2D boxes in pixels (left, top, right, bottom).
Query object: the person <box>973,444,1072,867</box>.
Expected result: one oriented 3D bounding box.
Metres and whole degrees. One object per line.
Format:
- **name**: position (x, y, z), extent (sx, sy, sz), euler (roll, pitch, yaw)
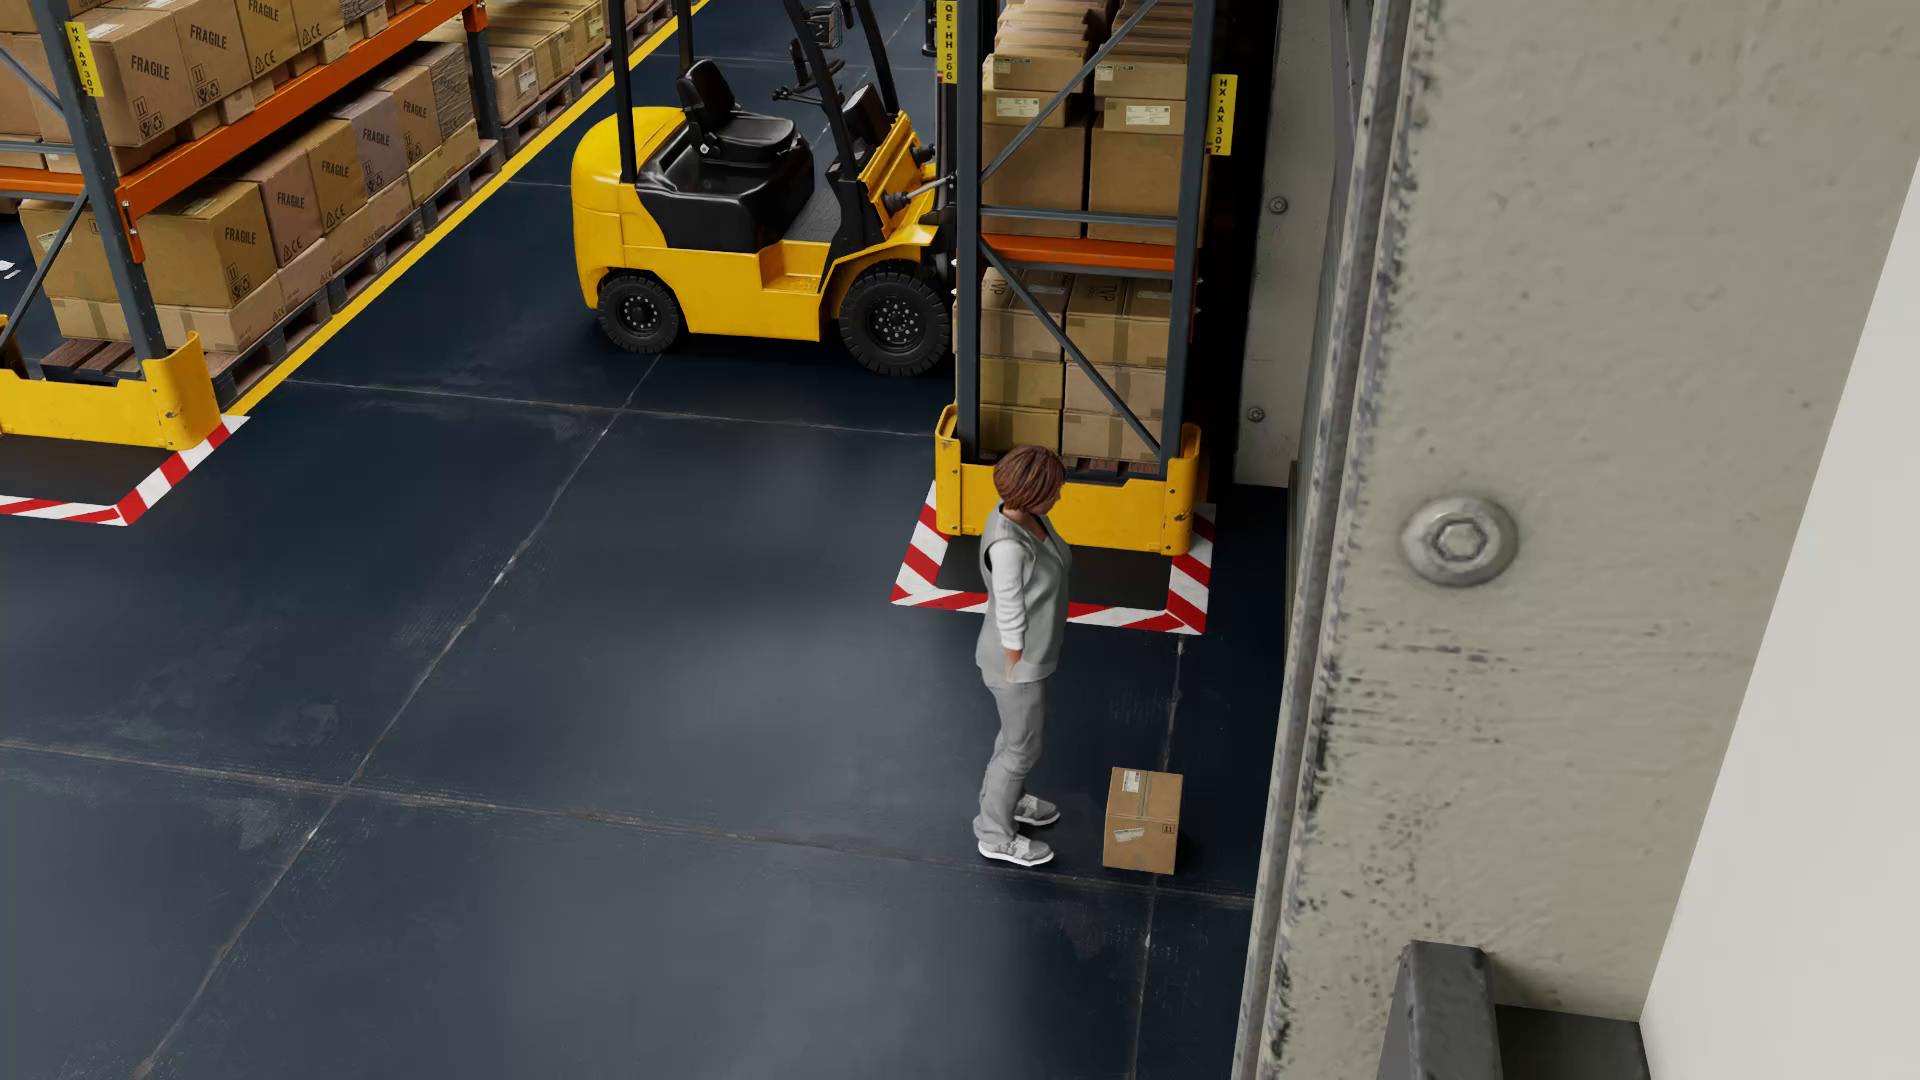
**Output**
- **person**: position (0.208, 0.379, 5.569), extent (0.301, 1.595, 0.407), euler (6, 33, 9)
